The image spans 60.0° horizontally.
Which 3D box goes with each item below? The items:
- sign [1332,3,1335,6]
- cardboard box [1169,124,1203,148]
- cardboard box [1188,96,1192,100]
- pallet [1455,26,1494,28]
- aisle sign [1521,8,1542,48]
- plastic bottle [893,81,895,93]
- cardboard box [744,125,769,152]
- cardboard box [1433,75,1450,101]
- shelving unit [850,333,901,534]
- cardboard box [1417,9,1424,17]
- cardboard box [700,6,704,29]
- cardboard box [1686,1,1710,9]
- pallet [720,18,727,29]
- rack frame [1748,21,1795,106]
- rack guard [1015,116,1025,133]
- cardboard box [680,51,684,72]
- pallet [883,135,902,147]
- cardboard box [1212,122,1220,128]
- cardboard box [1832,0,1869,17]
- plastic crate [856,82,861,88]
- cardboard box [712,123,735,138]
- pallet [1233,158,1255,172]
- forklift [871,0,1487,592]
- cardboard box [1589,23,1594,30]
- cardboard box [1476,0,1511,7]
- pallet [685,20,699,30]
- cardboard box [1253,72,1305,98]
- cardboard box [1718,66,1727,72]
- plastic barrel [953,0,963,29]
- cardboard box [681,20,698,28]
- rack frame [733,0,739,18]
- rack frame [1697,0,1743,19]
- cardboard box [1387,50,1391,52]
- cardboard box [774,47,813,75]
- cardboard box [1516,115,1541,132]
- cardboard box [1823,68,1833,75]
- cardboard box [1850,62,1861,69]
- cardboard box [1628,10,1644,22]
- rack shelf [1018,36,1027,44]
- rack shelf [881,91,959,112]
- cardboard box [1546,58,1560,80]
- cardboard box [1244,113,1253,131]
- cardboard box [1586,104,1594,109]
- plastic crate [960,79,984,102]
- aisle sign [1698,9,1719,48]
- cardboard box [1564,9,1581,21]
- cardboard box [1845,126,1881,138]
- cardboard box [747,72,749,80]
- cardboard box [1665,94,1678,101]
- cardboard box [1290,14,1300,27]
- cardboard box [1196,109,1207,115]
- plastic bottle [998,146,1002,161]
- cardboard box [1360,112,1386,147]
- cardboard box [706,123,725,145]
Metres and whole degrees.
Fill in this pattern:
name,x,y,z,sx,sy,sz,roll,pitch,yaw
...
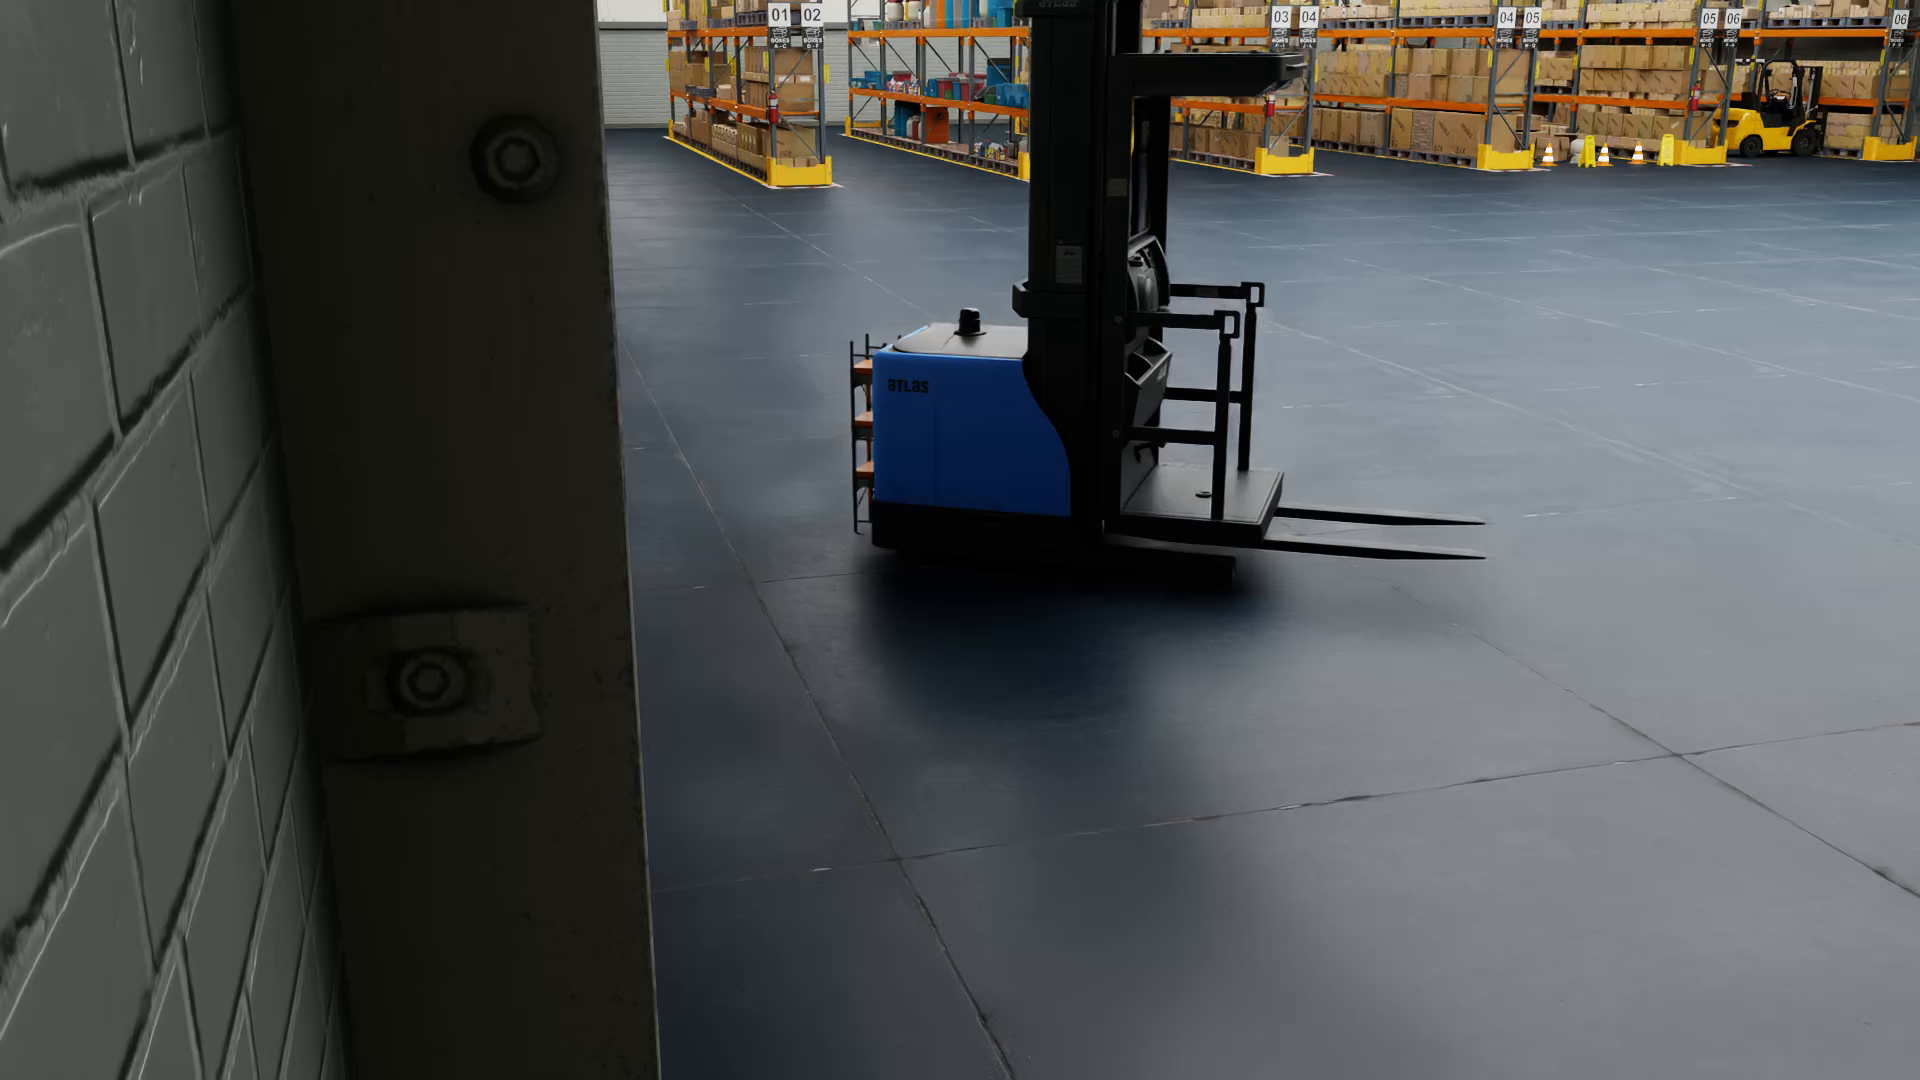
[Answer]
name,x,y,z,sx,sy,sz,roll,pitch,yaw
sign,11.142,-15.881,49.667,0.100,0.325,0.005,-5,17,-15
cardboard box,5.186,-9.245,38.029,0.700,0.500,0.500,-5,17,-16
cardboard box,5.217,-9.723,36.477,0.380,0.149,0.250,-5,17,-15
pallet,13.648,-13.337,43.184,1.213,0.211,1.003,-4,17,-13
aisle sign,11.651,-10.434,33.886,0.394,0.787,0.004,-5,17,-15
plastic bottle,-1.647,-11.393,41.822,0.097,0.271,0.097,0,17,0
cardboard box,-3.978,-7.959,32.911,0.500,0.500,0.500,-5,17,-15
cardboard box,10.807,-9.814,36.081,0.875,0.550,0.500,-5,17,-15
shelving unit,-0.444,-0.563,8.933,0.215,1.050,0.252,5,17,16
cardboard box,10.226,-11.519,36.336,0.380,0.149,0.250,-5,17,-16
cardboard box,-5.471,-11.995,38.214,0.910,0.500,0.500,-5,17,-15
cardboard box,15.698,-11.372,35.366,0.380,0.149,0.250,-5,17,-15
pallet,-4.596,-11.108,35.762,1.003,0.211,1.213,-4,17,-13
rack frame,19.747,-11.104,40.636,1.000,3.000,0.127,-5,17,-15
rack guard,2.142,-12.056,48.150,1.175,0.500,0.348,-5,17,-15
cardboard box,-6.809,-12.145,42.191,0.500,0.500,0.500,-5,17,-16
pallet,-1.342,-10.196,42.460,1.003,0.211,1.213,-5,17,-15
cardboard box,7.325,-11.708,46.871,0.380,0.149,0.250,-5,17,-15
cardboard box,20.305,-12.125,37.745,0.700,0.500,0.500,-5,17,-15
plastic crate,-2.667,-12.380,45.238,0.250,0.136,0.298,-5,17,-15
cardboard box,-5.317,-9.236,37.492,0.500,0.311,0.500,-4,17,-13
pallet,6.336,-7.734,34.263,1.003,0.211,1.213,-5,17,-15
forklift,1.121,-1.322,8.191,3.031,2.935,1.130,5,17,16
cardboard box,14.824,-11.920,38.575,0.380,0.149,0.250,-5,17,-16
cardboard box,10.940,-11.054,34.096,0.500,0.250,0.500,-4,17,-15
pallet,-5.878,-12.232,39.503,1.213,0.211,1.003,-5,17,-15
cardboard box,6.421,-9.165,33.491,0.875,0.500,0.500,-5,17,-15
cardboard box,19.135,-11.743,41.464,0.380,0.149,0.250,-5,18,-17
plastic barrel,0.156,-11.516,35.924,0.600,0.901,0.600,0,17,0
cardboard box,-6.667,-12.836,41.448,0.500,0.250,0.500,-5,17,-15
rack frame,-4.079,-12.018,33.251,1.000,3.000,0.127,-5,17,-15
rack frame,16.074,-12.477,34.779,1.000,3.000,0.127,-5,17,-15
cardboard box,12.381,-13.559,46.896,0.500,0.500,0.500,-5,17,-16
cardboard box,-3.110,-8.852,30.711,0.700,0.500,0.500,-5,17,-15
cardboard box,13.272,-9.727,39.080,0.500,0.500,0.500,-5,17,-15
cardboard box,20.105,-10.783,38.265,0.380,0.149,0.250,-5,17,-15
cardboard box,20.349,-10.717,37.529,0.380,0.149,0.250,-4,17,-14
cardboard box,15.250,-11.653,36.994,0.500,0.250,0.500,-5,17,-15
rack shelf,2.699,-13.785,45.598,1.077,0.370,4.000,-5,17,-15
rack shelf,-0.964,-10.850,41.043,1.077,0.370,4.000,-5,17,-15
cardboard box,14.490,-11.349,40.030,0.500,0.500,0.500,-5,17,-15
cardboard box,7.993,-11.283,44.846,0.500,0.500,0.500,-4,17,-13
cardboard box,17.810,-12.155,46.622,0.380,0.149,0.250,-4,17,-13
plastic crate,0.257,-9.676,35.770,0.402,0.464,0.583,-5,17,-15
aisle sign,15.813,-10.809,35.135,0.394,0.787,0.004,-5,17,-15
cardboard box,14.675,-12.426,39.355,0.500,0.250,0.500,-5,17,-16
cardboard box,20.412,-9.231,37.582,0.500,0.250,0.500,-5,17,-16
cardboard box,-4.050,-9.273,33.239,0.380,0.149,0.250,-5,17,-17
cardboard box,15.590,-9.631,36.171,0.380,0.149,0.250,-5,17,-16
cardboard box,6.662,-10.339,33.136,0.500,0.250,0.500,-4,17,-14
cardboard box,7.048,-12.351,47.978,0.380,0.149,0.250,-6,18,-18
plastic bottle,0.808,-7.843,33.737,0.061,0.283,0.133,-4,17,-14
cardboard box,9.986,-9.579,38.741,1.050,0.750,0.750,-5,17,-16
cardboard box,-5.661,-9.505,38.893,0.500,0.500,0.500,-4,17,-13
